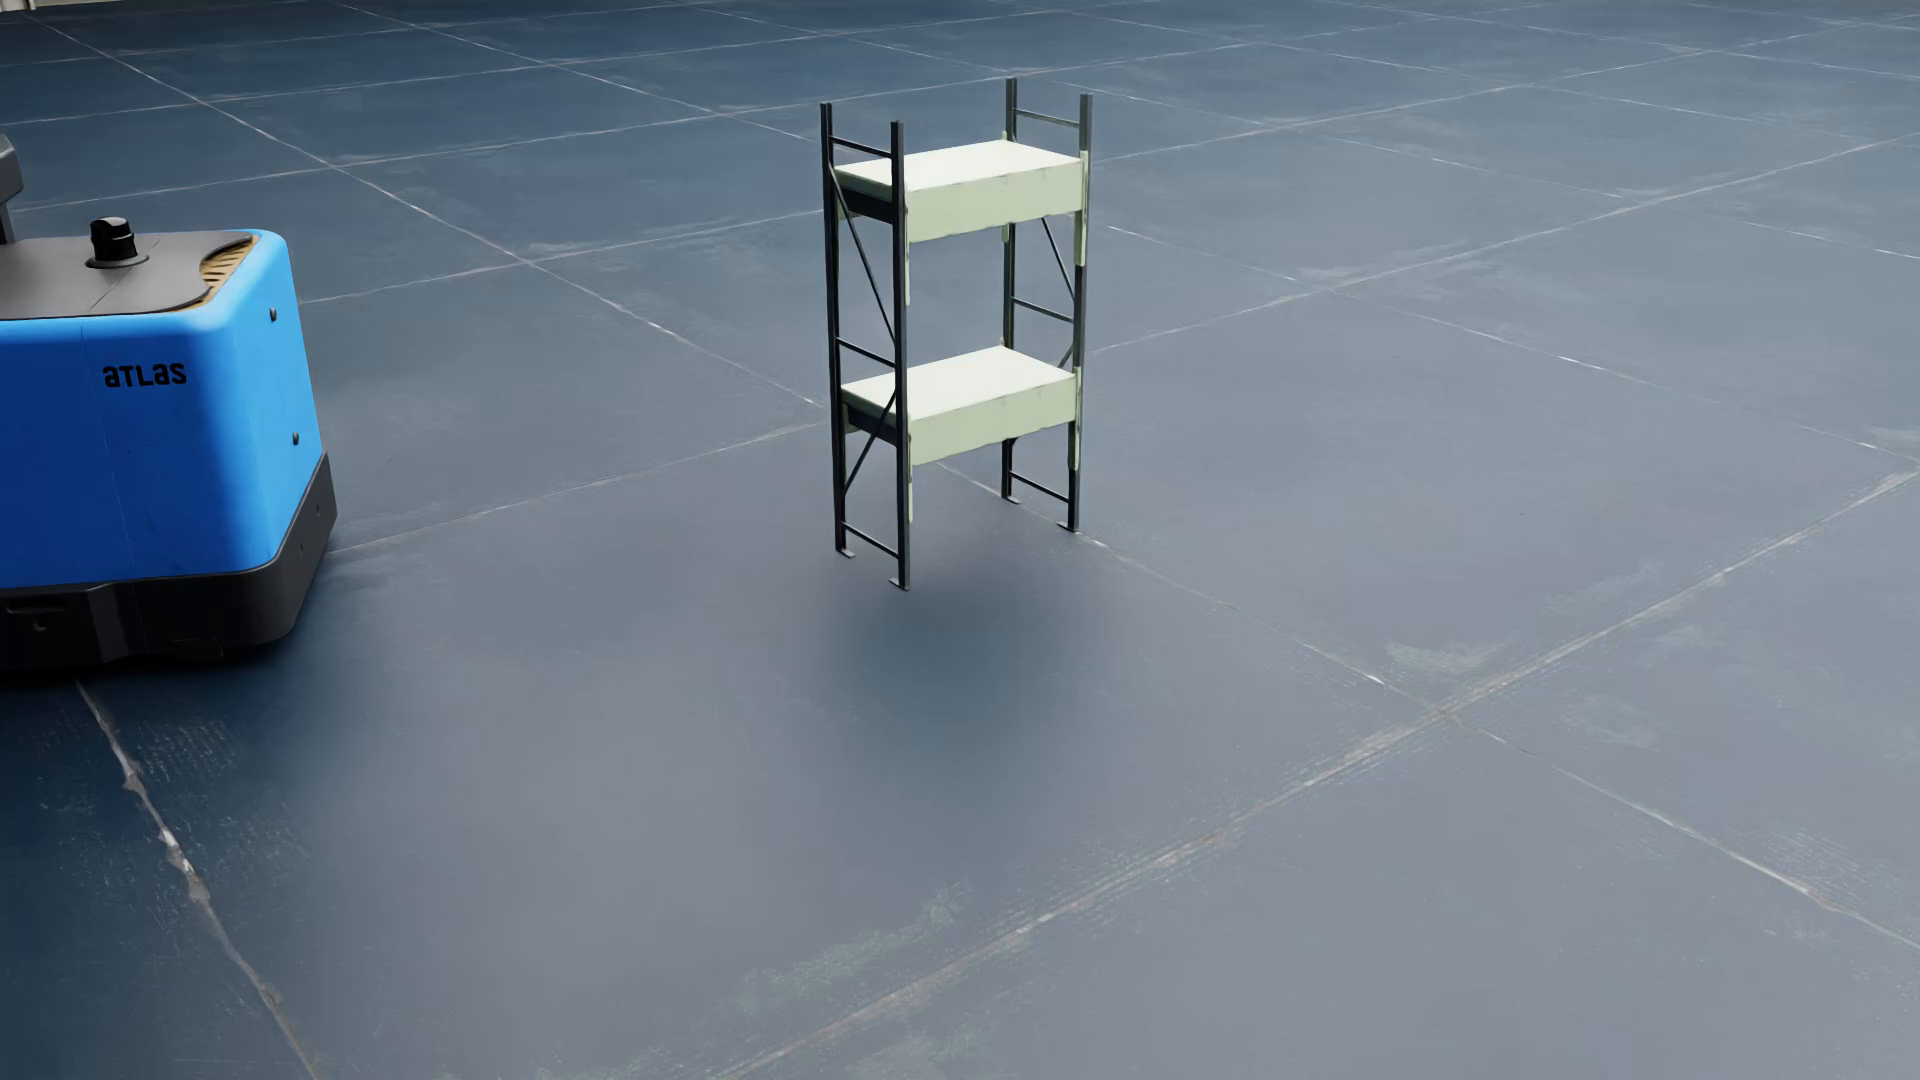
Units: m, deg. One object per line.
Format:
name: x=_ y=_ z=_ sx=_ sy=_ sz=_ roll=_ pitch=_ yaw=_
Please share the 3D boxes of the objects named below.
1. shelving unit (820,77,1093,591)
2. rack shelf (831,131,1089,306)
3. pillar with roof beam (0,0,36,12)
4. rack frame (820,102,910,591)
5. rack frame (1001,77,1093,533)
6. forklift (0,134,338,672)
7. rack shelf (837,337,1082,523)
shelving unit: x=-0.005 y=-0.679 z=5.431 sx=0.755 sy=1.500 sz=0.431 roll=-18 pitch=31 yaw=-34
rack shelf: x=-0.005 y=-1.033 z=5.266 sx=0.720 sy=0.370 sz=0.431 roll=-18 pitch=31 yaw=-34
pillar with roof beam: x=-7.810 y=-8.521 z=13.421 sx=0.400 sy=9.000 sz=9.100 roll=-18 pitch=31 yaw=-34
rack frame: x=-0.293 y=-0.583 z=5.226 sx=0.023 sy=1.500 sz=0.400 roll=-18 pitch=31 yaw=-34
rack frame: x=0.283 y=-0.774 z=5.635 sx=0.023 sy=1.500 sz=0.400 roll=-18 pitch=31 yaw=-34
forklift: x=-3.575 y=-1.063 z=4.559 sx=3.031 sy=2.935 sz=1.130 roll=-4 pitch=25 yaw=-9
rack shelf: x=-0.005 y=-0.383 z=5.568 sx=0.720 sy=0.370 sz=0.431 roll=-18 pitch=31 yaw=-34
